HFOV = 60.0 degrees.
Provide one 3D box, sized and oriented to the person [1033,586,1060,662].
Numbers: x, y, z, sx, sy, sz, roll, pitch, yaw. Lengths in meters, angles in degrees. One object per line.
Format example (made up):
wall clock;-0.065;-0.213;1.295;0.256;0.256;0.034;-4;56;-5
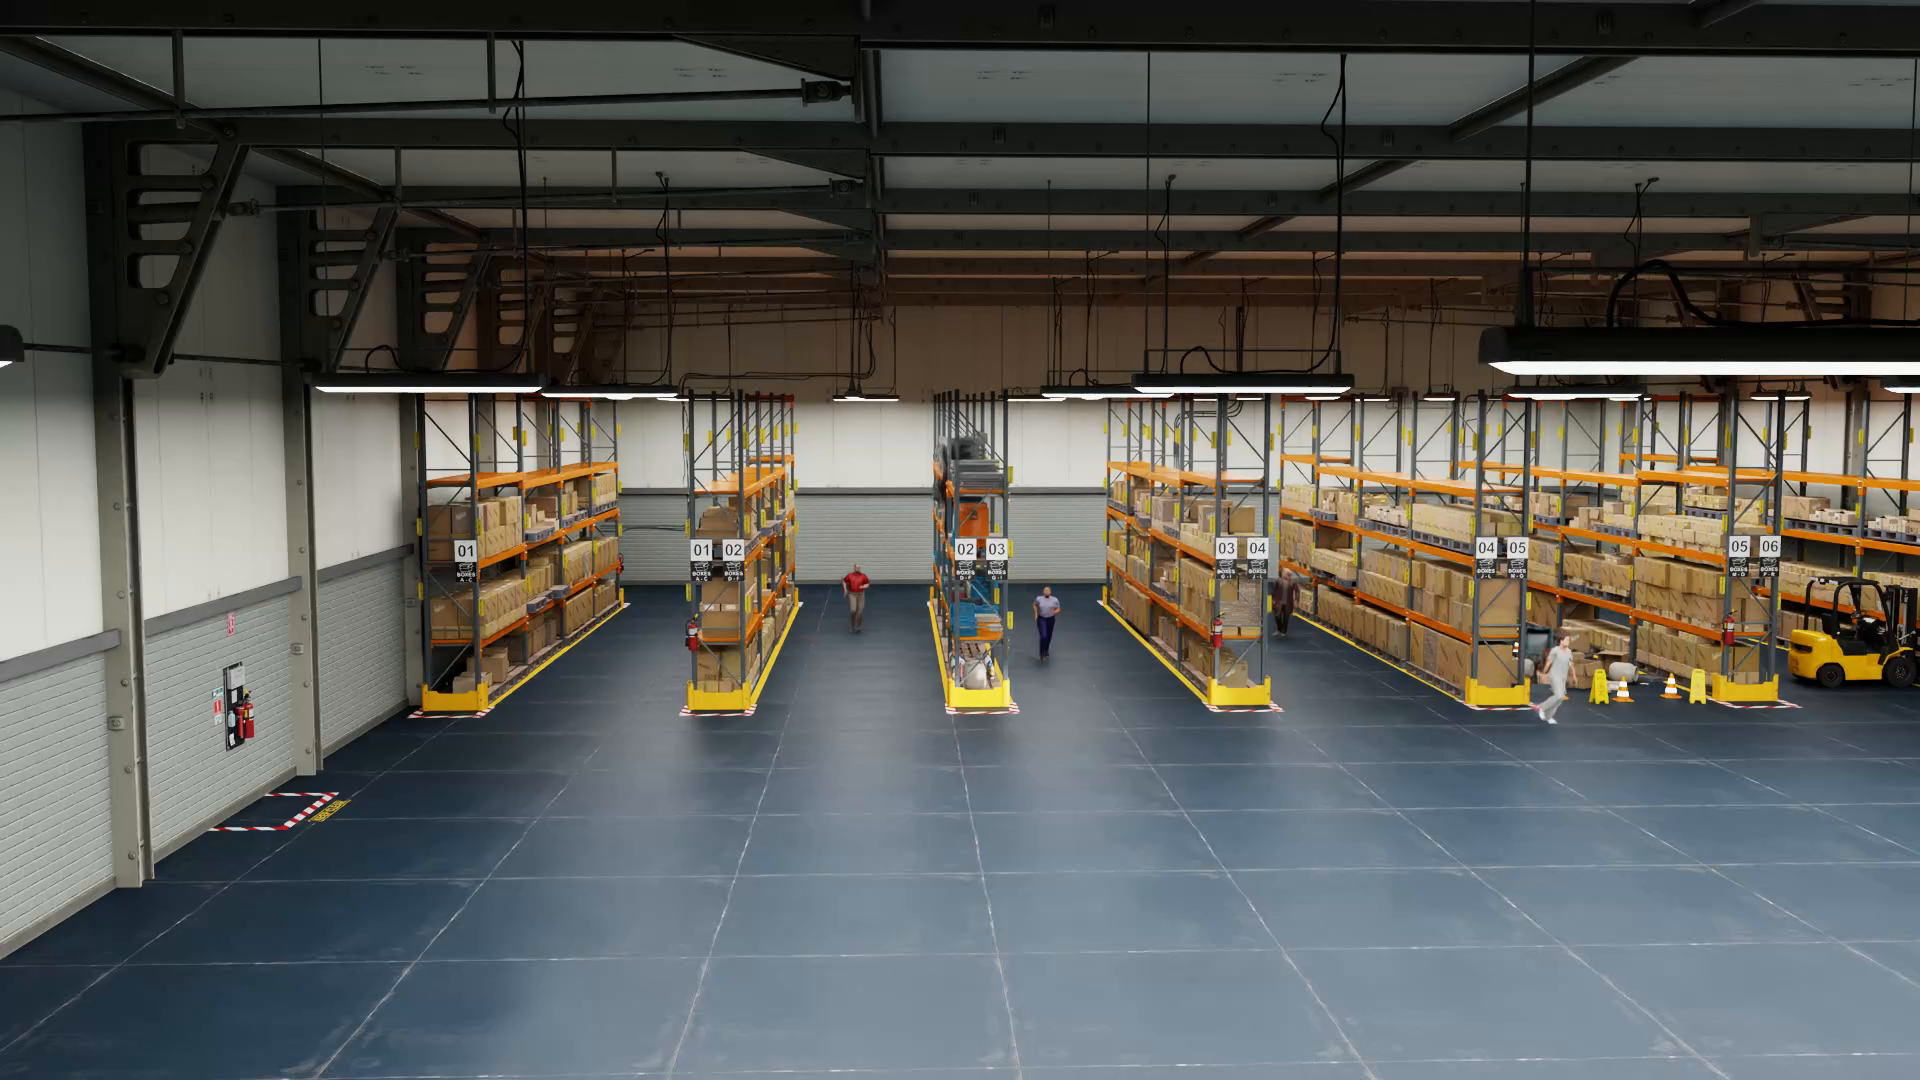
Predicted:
person;1.950;1.874;37.297;0.567;1.691;0.814;-1;5;-8

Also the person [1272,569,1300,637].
person;7.938;1.539;40.574;0.697;1.721;0.779;1;5;11

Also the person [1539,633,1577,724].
person;10.710;2.477;29.825;0.566;1.648;0.543;-3;5;-29

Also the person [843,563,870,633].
person;-2.592;1.470;41.779;0.644;1.767;0.736;-1;5;-12
